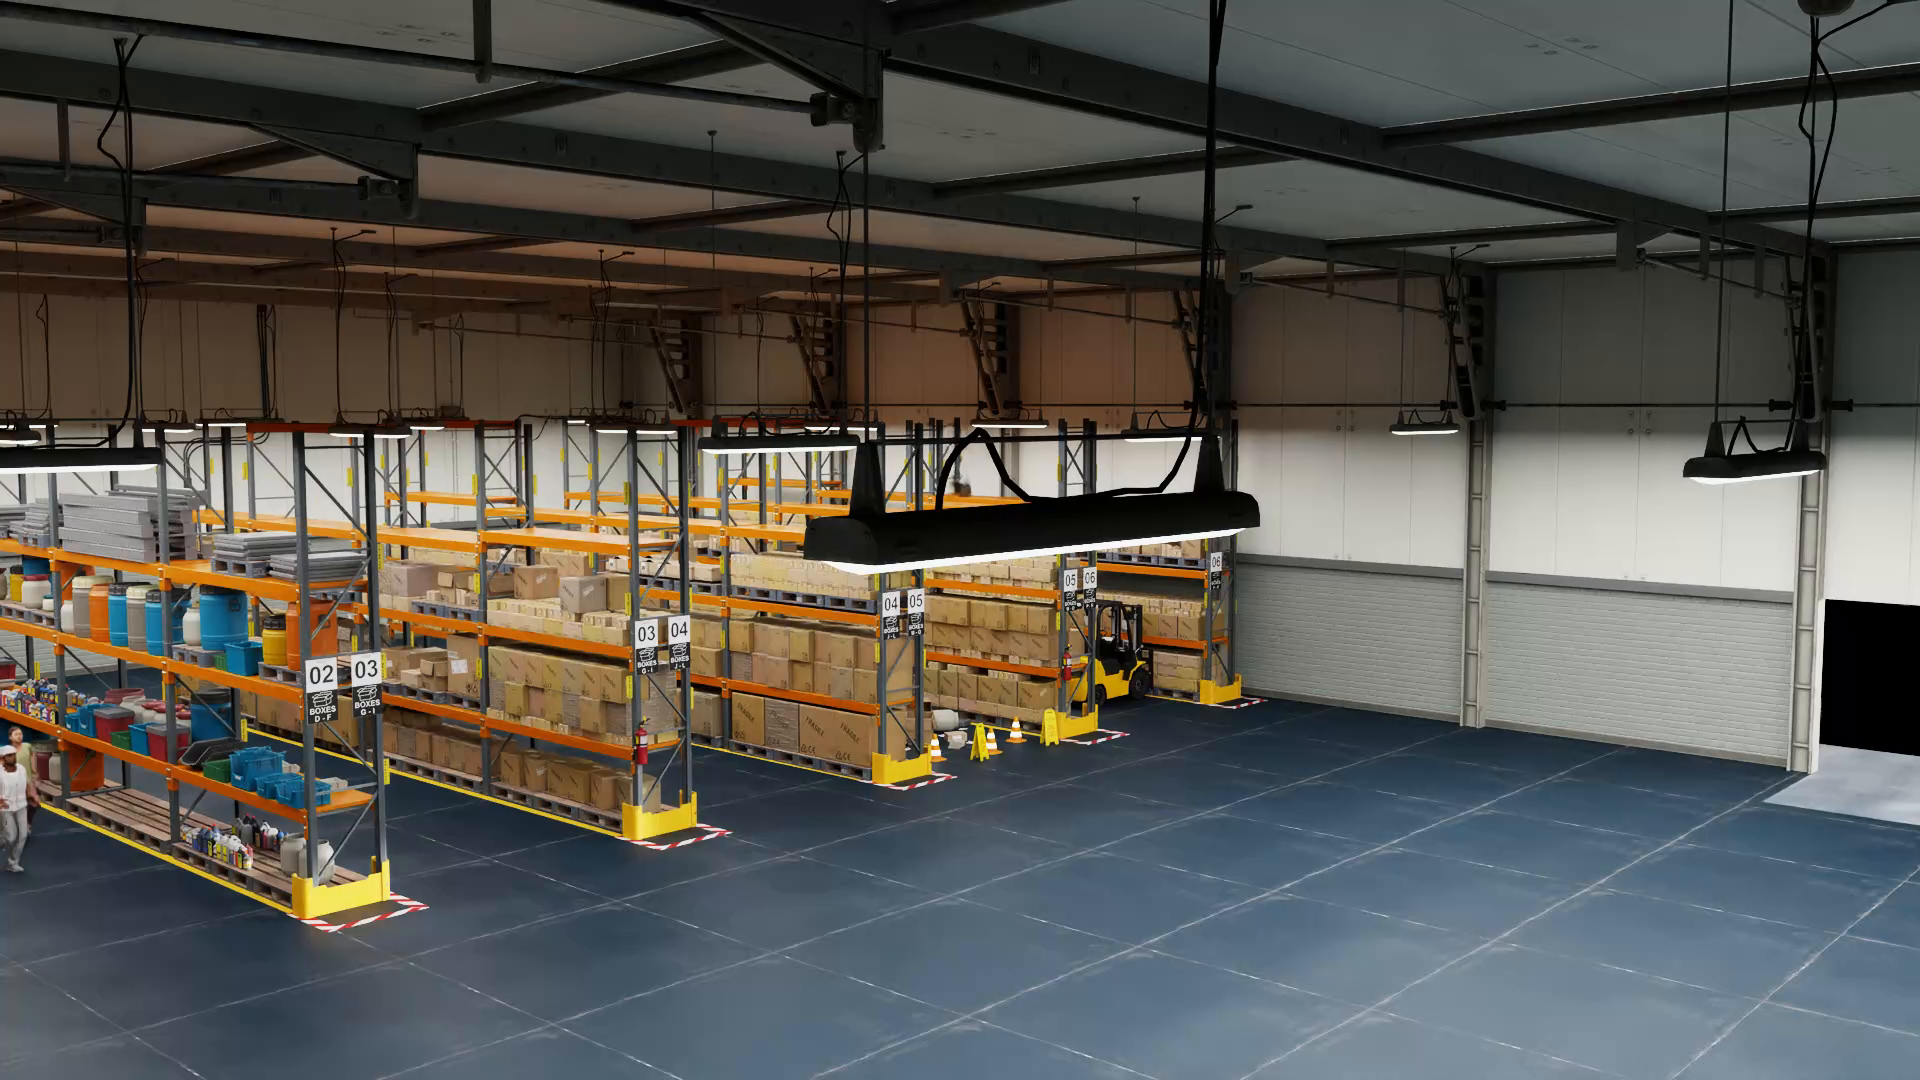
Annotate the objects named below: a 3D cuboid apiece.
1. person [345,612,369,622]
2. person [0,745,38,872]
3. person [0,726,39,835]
[{"bbox_3d":[-14.276,2.283,39.028,0.703,1.686,0.847,3,5,30],"label":"person"},{"bbox_3d":[-12.890,3.629,22.525,0.597,1.722,0.689,2,5,26],"label":"person"},{"bbox_3d":[-13.660,3.521,24.181,0.616,1.635,0.556,4,6,42],"label":"person"}]
